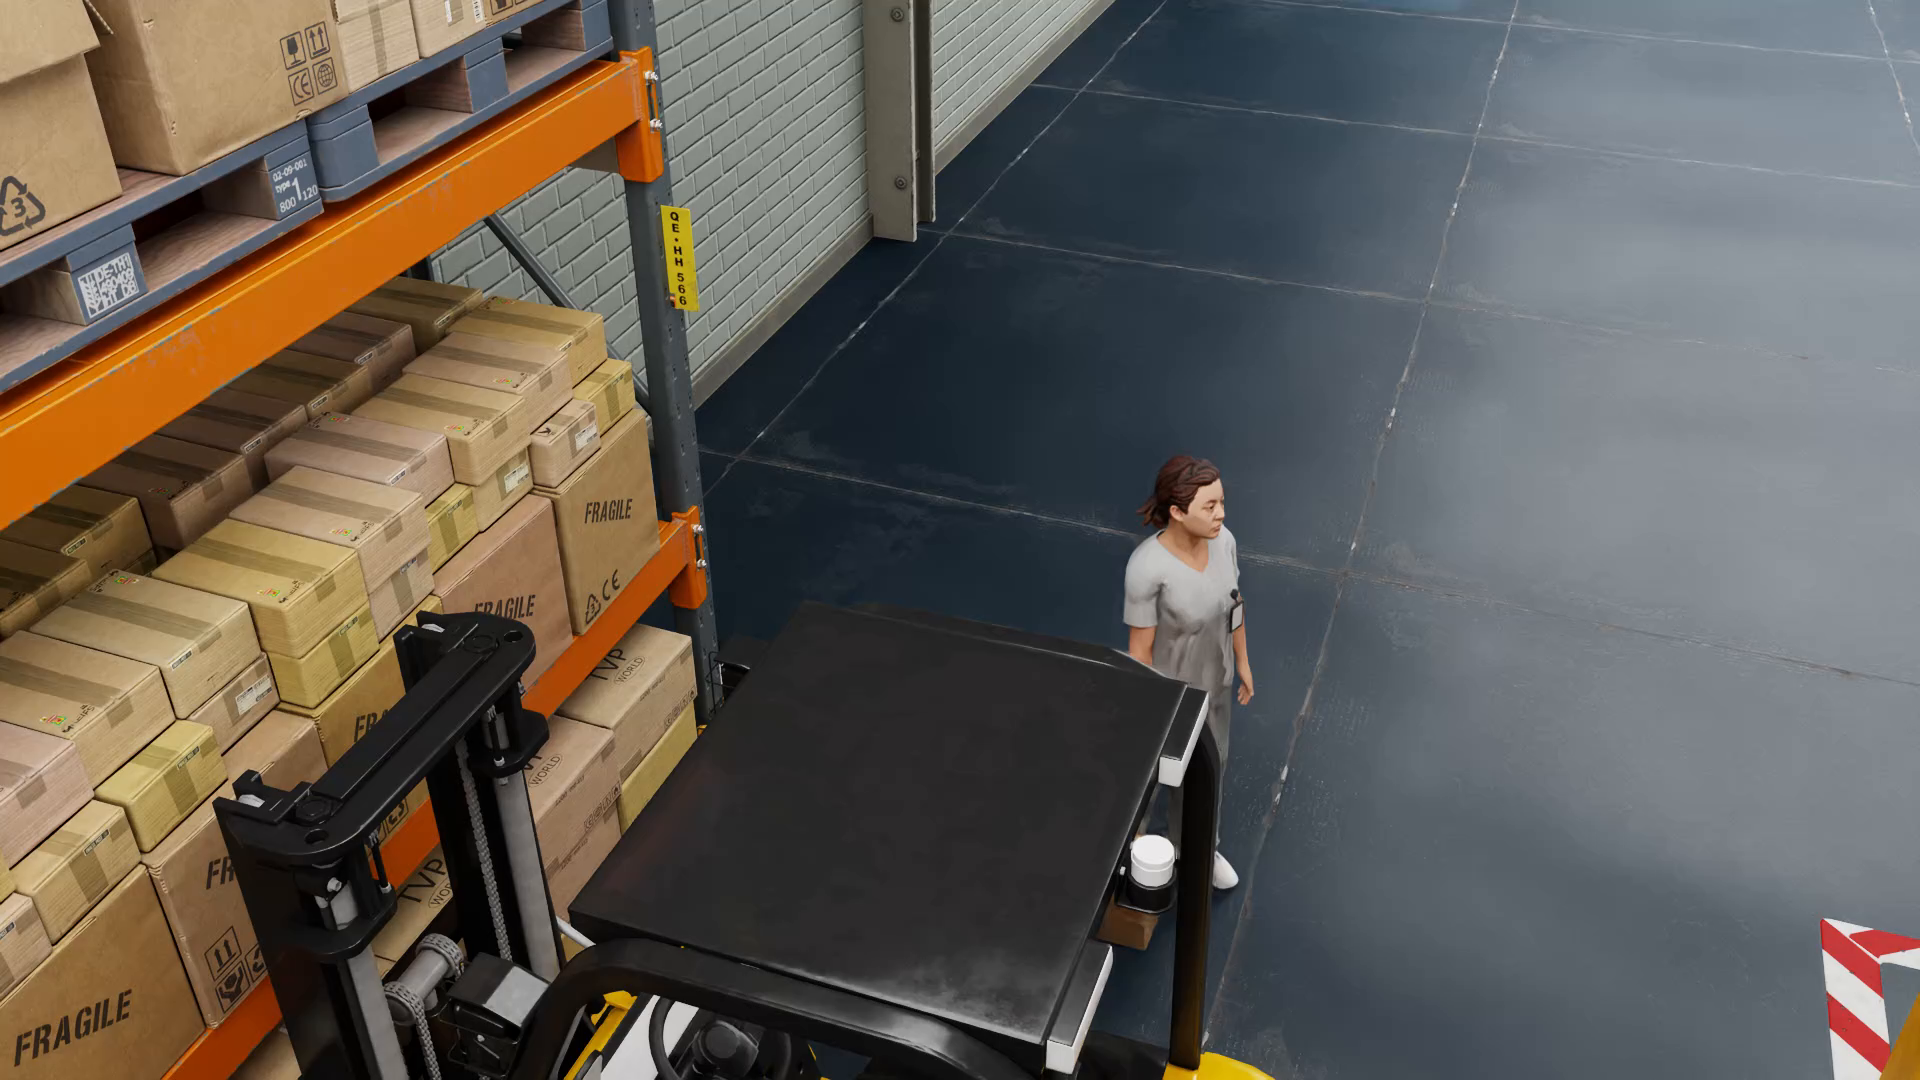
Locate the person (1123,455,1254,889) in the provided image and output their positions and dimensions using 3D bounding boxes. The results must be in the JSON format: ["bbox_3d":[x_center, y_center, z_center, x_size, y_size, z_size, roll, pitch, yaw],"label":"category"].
[{"bbox_3d":[0.698,0.486,5.368,0.540,1.681,0.396,-21,39,-29],"label":"person"}]
